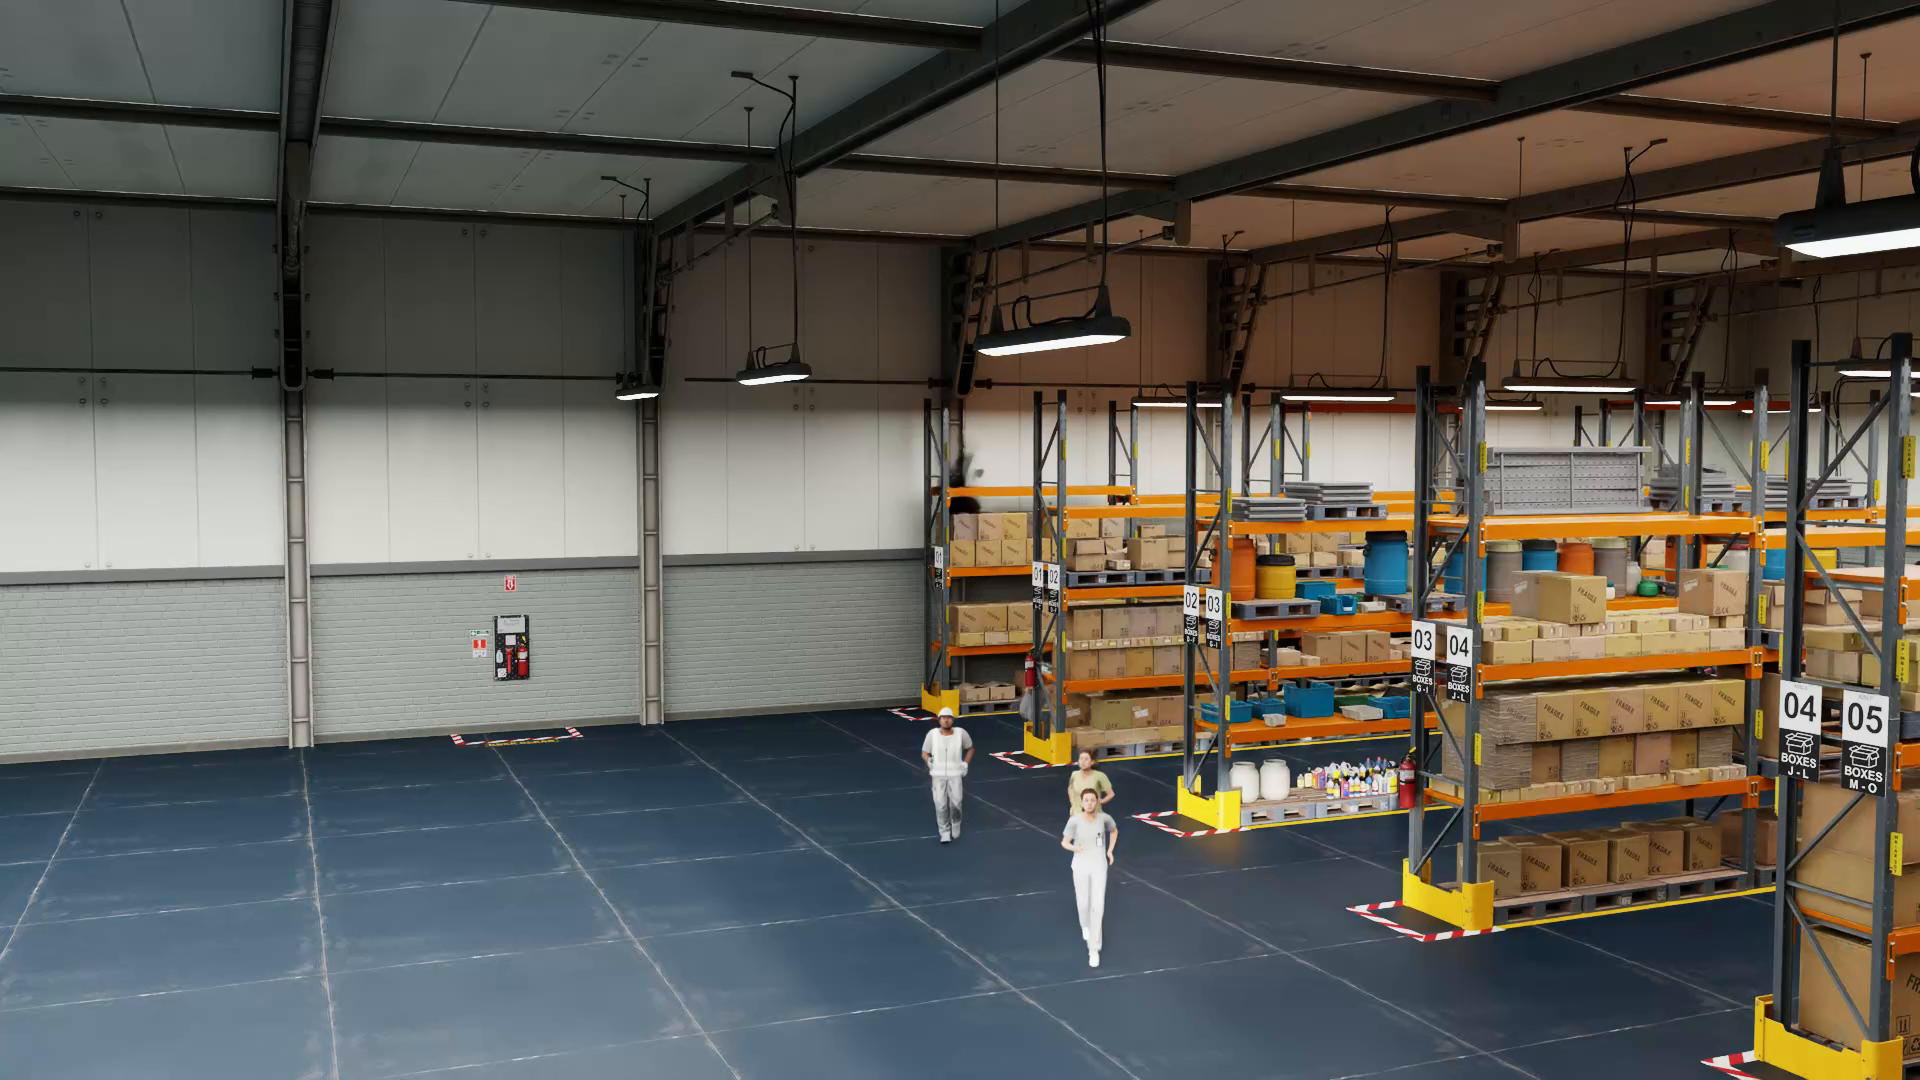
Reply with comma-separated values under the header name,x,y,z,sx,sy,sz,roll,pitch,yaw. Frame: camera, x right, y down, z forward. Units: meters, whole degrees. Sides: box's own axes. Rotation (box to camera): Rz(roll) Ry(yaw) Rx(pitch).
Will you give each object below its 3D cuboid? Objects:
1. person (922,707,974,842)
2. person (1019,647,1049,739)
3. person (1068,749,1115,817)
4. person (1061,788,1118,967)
name,x,y,z,sx,sy,sz,roll,pitch,yaw
person,-0.165,3.027,21.350,0.669,1.737,0.589,0,3,3
person,1.332,2.663,28.908,0.537,1.652,0.585,-3,4,-38
person,1.486,3.215,19.035,0.568,1.675,0.863,1,3,15
person,1.301,3.320,16.694,0.565,1.673,0.951,0,3,4
